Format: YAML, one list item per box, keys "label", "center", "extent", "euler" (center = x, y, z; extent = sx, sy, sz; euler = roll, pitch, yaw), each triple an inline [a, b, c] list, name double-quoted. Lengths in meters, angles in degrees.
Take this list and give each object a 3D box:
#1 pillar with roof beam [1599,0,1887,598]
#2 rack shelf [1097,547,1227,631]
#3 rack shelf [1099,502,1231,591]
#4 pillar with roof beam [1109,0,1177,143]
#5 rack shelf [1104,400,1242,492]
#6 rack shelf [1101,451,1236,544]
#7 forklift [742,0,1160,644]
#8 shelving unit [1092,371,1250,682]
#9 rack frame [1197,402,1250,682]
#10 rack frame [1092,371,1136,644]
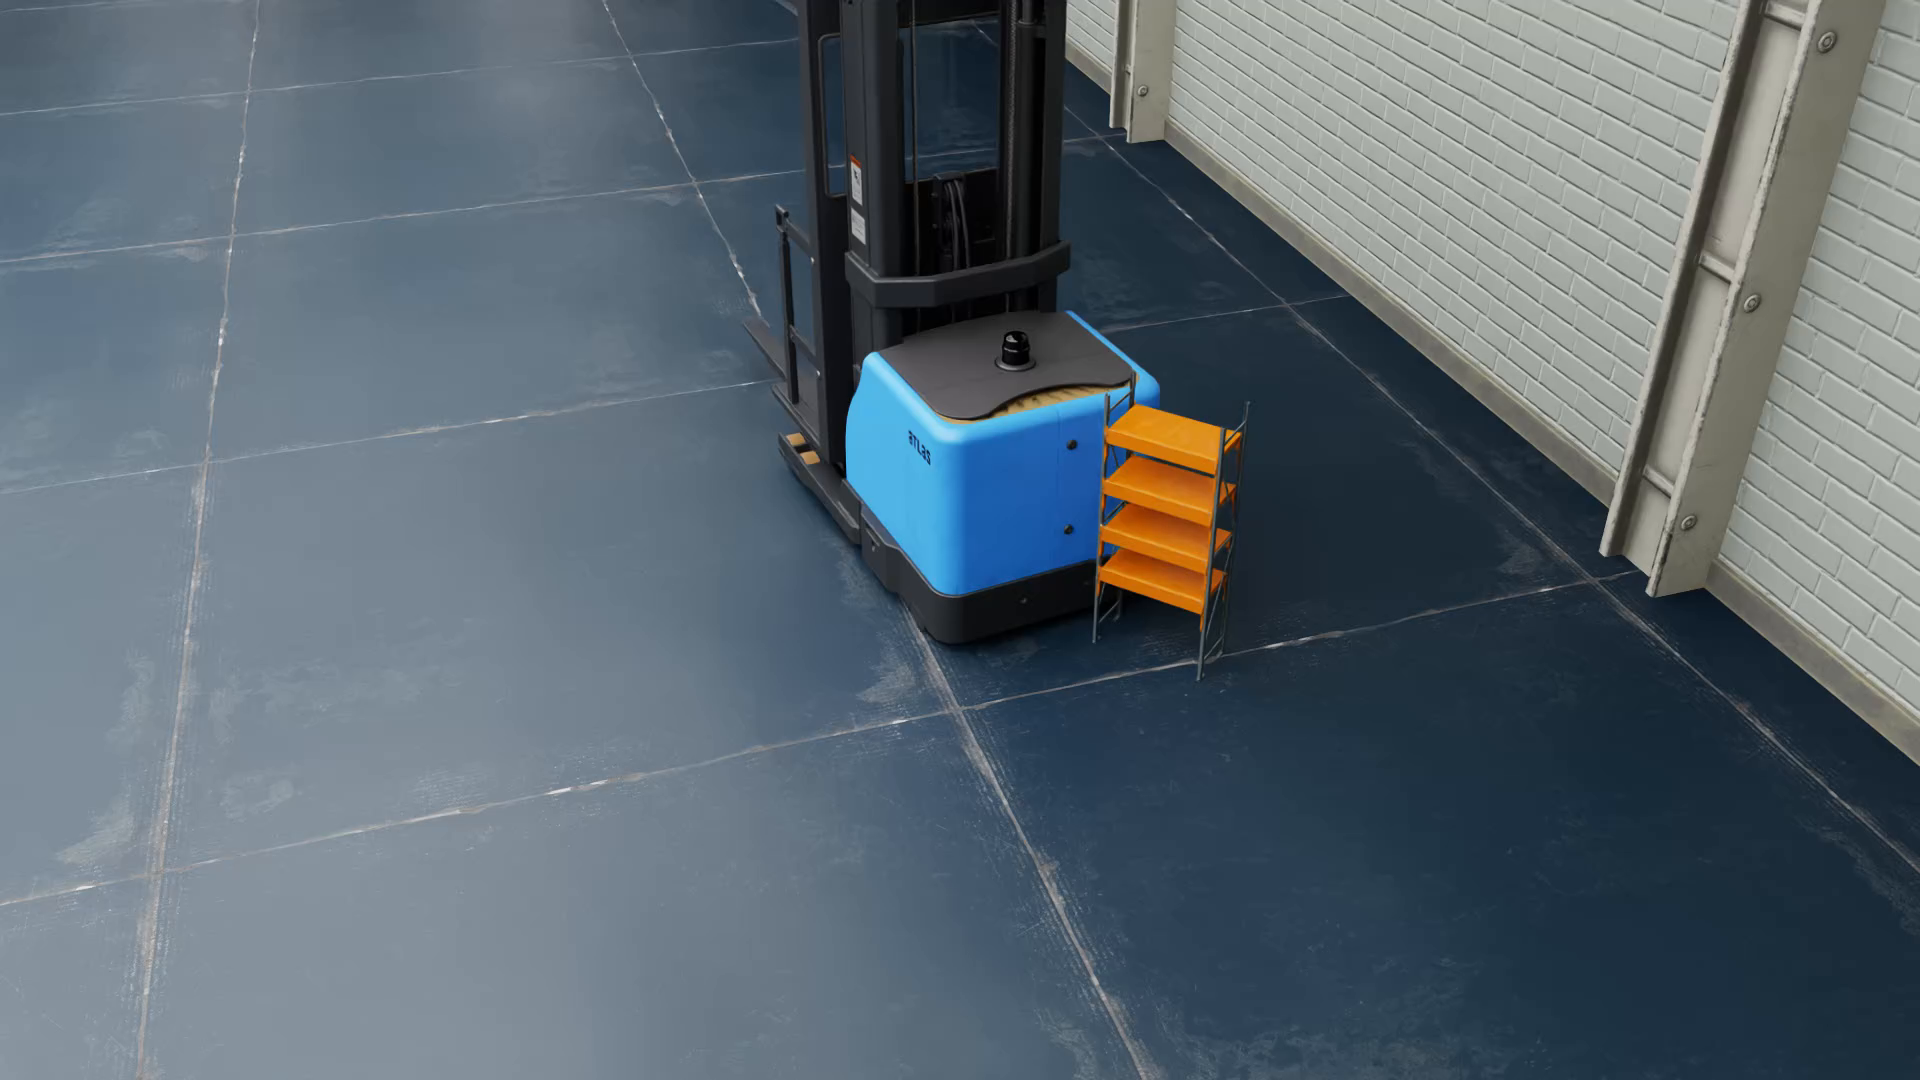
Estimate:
- label: "pillar with roof beam"
  center: [-0.948, -2.904, 3.982]
  extent: [9.100, 9.000, 0.400]
  euler: [-10, 35, -15]
- label: "rack shelf"
  center: [0.839, 0.178, 6.872]
  extent: [0.480, 0.148, 0.258]
  euler: [19, 38, 26]
- label: "rack shelf"
  center: [0.838, 0.013, 6.762]
  extent: [0.480, 0.148, 0.258]
  euler: [19, 38, 26]
- label: "pillar with roof beam"
  center: [-2.778, -6.054, 8.749]
  extent: [9.100, 9.000, 0.400]
  euler: [-10, 35, -15]
- label: "rack shelf"
  center: [0.836, -0.370, 6.507]
  extent: [0.480, 0.148, 0.258]
  euler: [19, 38, 26]
- label: "rack shelf"
  center: [0.837, -0.173, 6.638]
  extent: [0.480, 0.148, 0.258]
  euler: [19, 38, 26]
- label: "forklift"
  center: [-0.251, -1.586, 7.492]
  extent: [1.130, 2.935, 3.031]
  euler: [-15, 36, -21]
- label: "shelving unit"
  center: [0.838, -0.043, 6.725]
  extent: [0.503, 1.200, 0.258]
  euler: [19, 38, 26]
- label: "rack frame"
  center: [1.045, 0.027, 6.617]
  extent: [0.015, 1.200, 0.240]
  euler: [19, 38, 26]
- label: "rack frame"
  center: [0.630, -0.114, 6.833]
  extent: [0.015, 1.200, 0.240]
  euler: [19, 38, 26]
